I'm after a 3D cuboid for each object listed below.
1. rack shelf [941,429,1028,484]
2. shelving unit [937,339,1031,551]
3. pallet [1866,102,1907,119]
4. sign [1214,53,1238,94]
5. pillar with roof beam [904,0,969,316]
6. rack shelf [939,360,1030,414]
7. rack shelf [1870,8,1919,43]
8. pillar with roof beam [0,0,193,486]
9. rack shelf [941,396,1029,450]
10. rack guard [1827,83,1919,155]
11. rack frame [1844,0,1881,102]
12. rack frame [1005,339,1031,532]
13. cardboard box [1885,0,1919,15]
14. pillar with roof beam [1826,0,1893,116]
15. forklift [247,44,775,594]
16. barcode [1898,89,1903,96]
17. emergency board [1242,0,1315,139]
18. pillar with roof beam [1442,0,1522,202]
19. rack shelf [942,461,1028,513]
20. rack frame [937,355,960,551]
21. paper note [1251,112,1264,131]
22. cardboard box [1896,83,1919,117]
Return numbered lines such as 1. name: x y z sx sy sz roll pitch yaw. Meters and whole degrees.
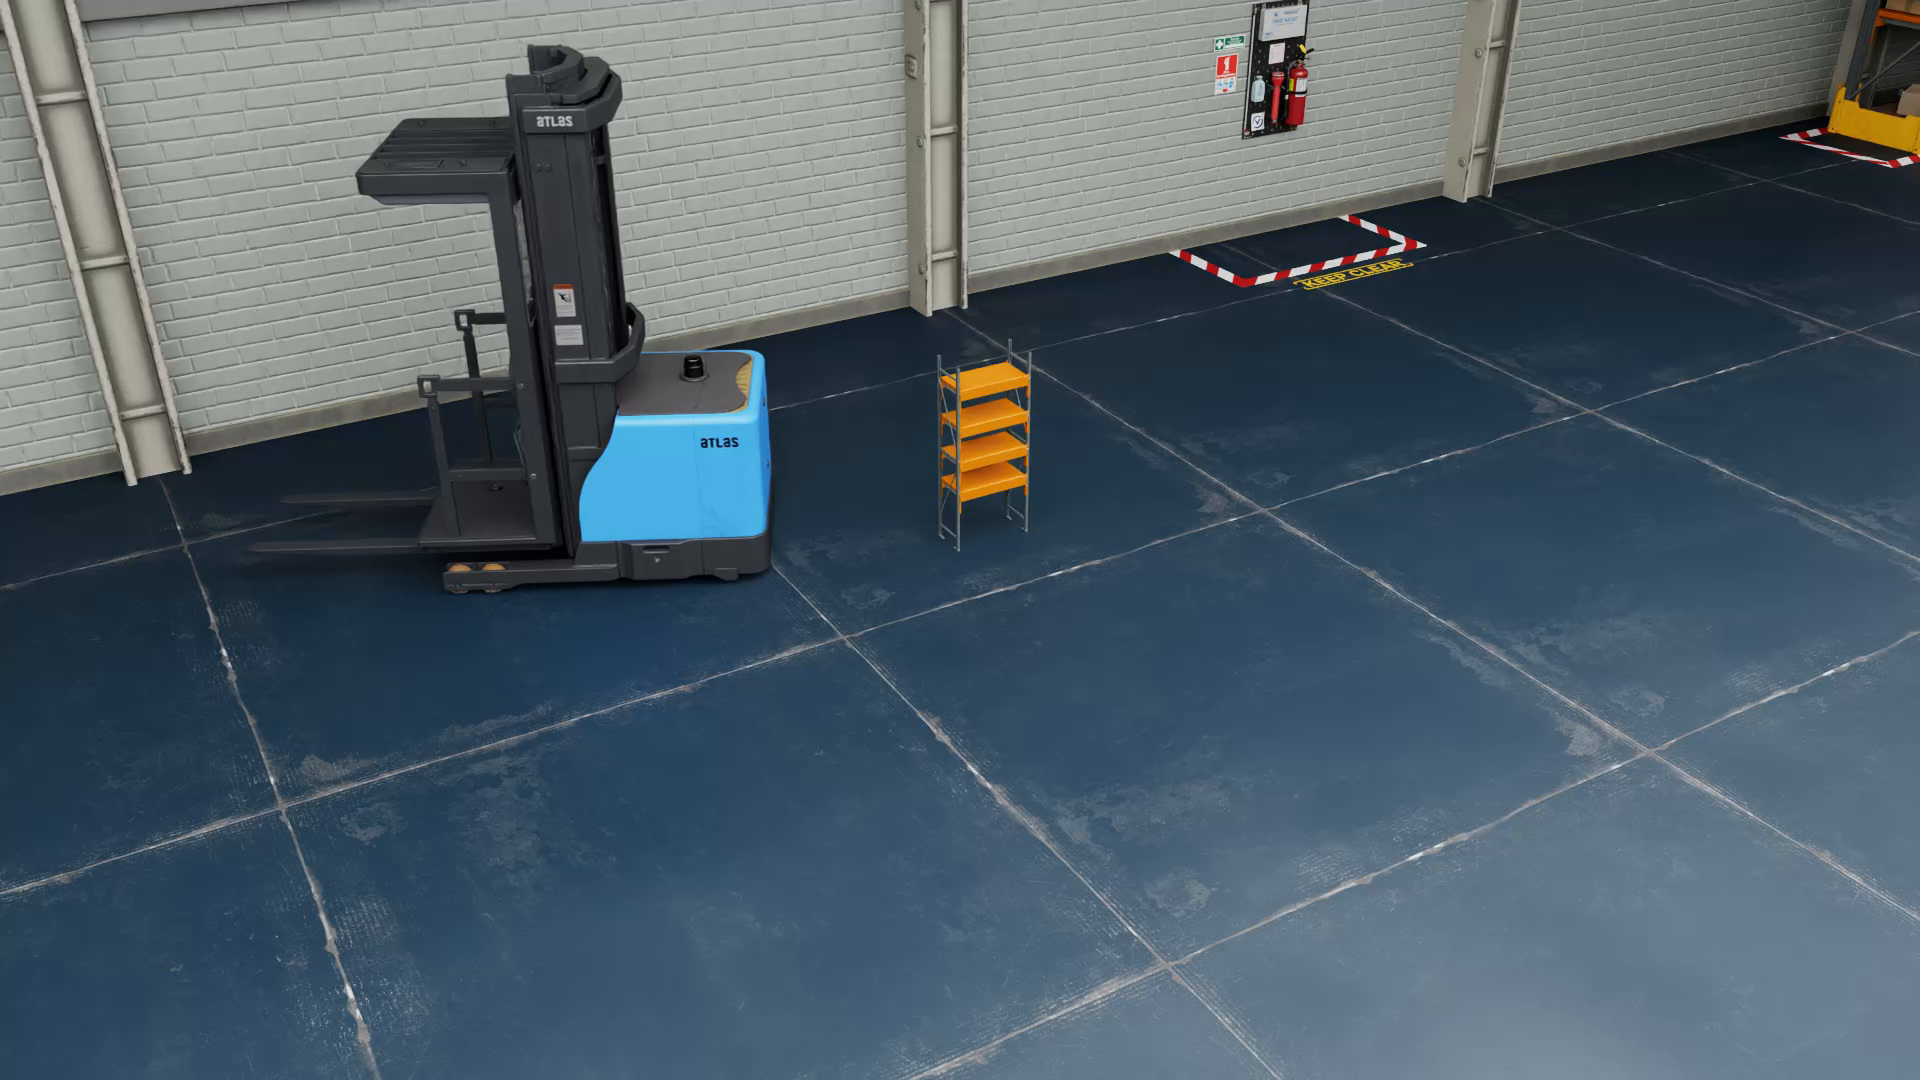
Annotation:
1. rack shelf: 0.143 -0.507 10.066 0.480 0.148 0.258 -16 33 -26
2. shelving unit: 0.143 -0.566 10.033 0.503 1.200 0.258 -16 33 -26
3. pallet: 10.784 -4.634 18.429 1.213 0.211 1.003 -16 33 -26
4. sign: 2.314 -4.050 14.447 0.234 0.329 0.001 -16 33 -26
5. pillar with roof beam: 2.001 -4.080 8.329 0.400 9.000 9.100 -16 33 -26
6. rack shelf: 0.143 -0.910 9.844 0.480 0.148 0.258 -16 33 -26
7. rack shelf: 11.725 -5.827 18.449 4.000 0.370 1.077 -16 33 -26
8. pillar with roof beam: -3.172 -2.611 5.668 0.400 9.000 9.100 -16 33 -26
9. rack shelf: 0.143 -0.703 9.958 0.480 0.148 0.258 -16 33 -26
10. rack guard: 10.066 -4.577 18.025 0.348 0.500 1.175 -16 33 -26
11. rack frame: 10.000 -5.652 17.388 0.127 3.000 1.000 -16 33 -26
12. rack frame: 0.353 -0.626 10.142 0.015 1.200 0.240 -16 33 -26
13. cardboard box: 10.305 -5.791 17.773 0.500 0.250 0.500 -15 32 -26
14. pillar with roof beam: 12.347 -7.017 13.652 0.400 9.000 9.100 -16 33 -26
15. forklift: -2.662 -1.235 9.454 3.031 2.935 1.130 -2 29 -3
16. barcode: 10.455 -4.975 18.478 0.075 0.075 0.001 -16 33 -26
17. emergency board: 2.843 -4.126 14.623 0.643 1.169 0.194 -16 33 -26
18. pillar with roof beam: 7.174 -5.549 10.991 0.400 9.000 9.100 -16 33 -26
19. rack shelf: 0.143 -0.333 10.162 0.480 0.148 0.258 -16 33 -26
20. rack frame: -0.068 -0.506 9.925 0.015 1.200 0.240 -16 33 -26
21. paper note: 2.655 -3.726 14.809 0.142 0.148 0.016 -16 33 -26
22. cardboard box: 10.642 -4.800 18.170 0.500 0.311 0.500 -20 35 -32
